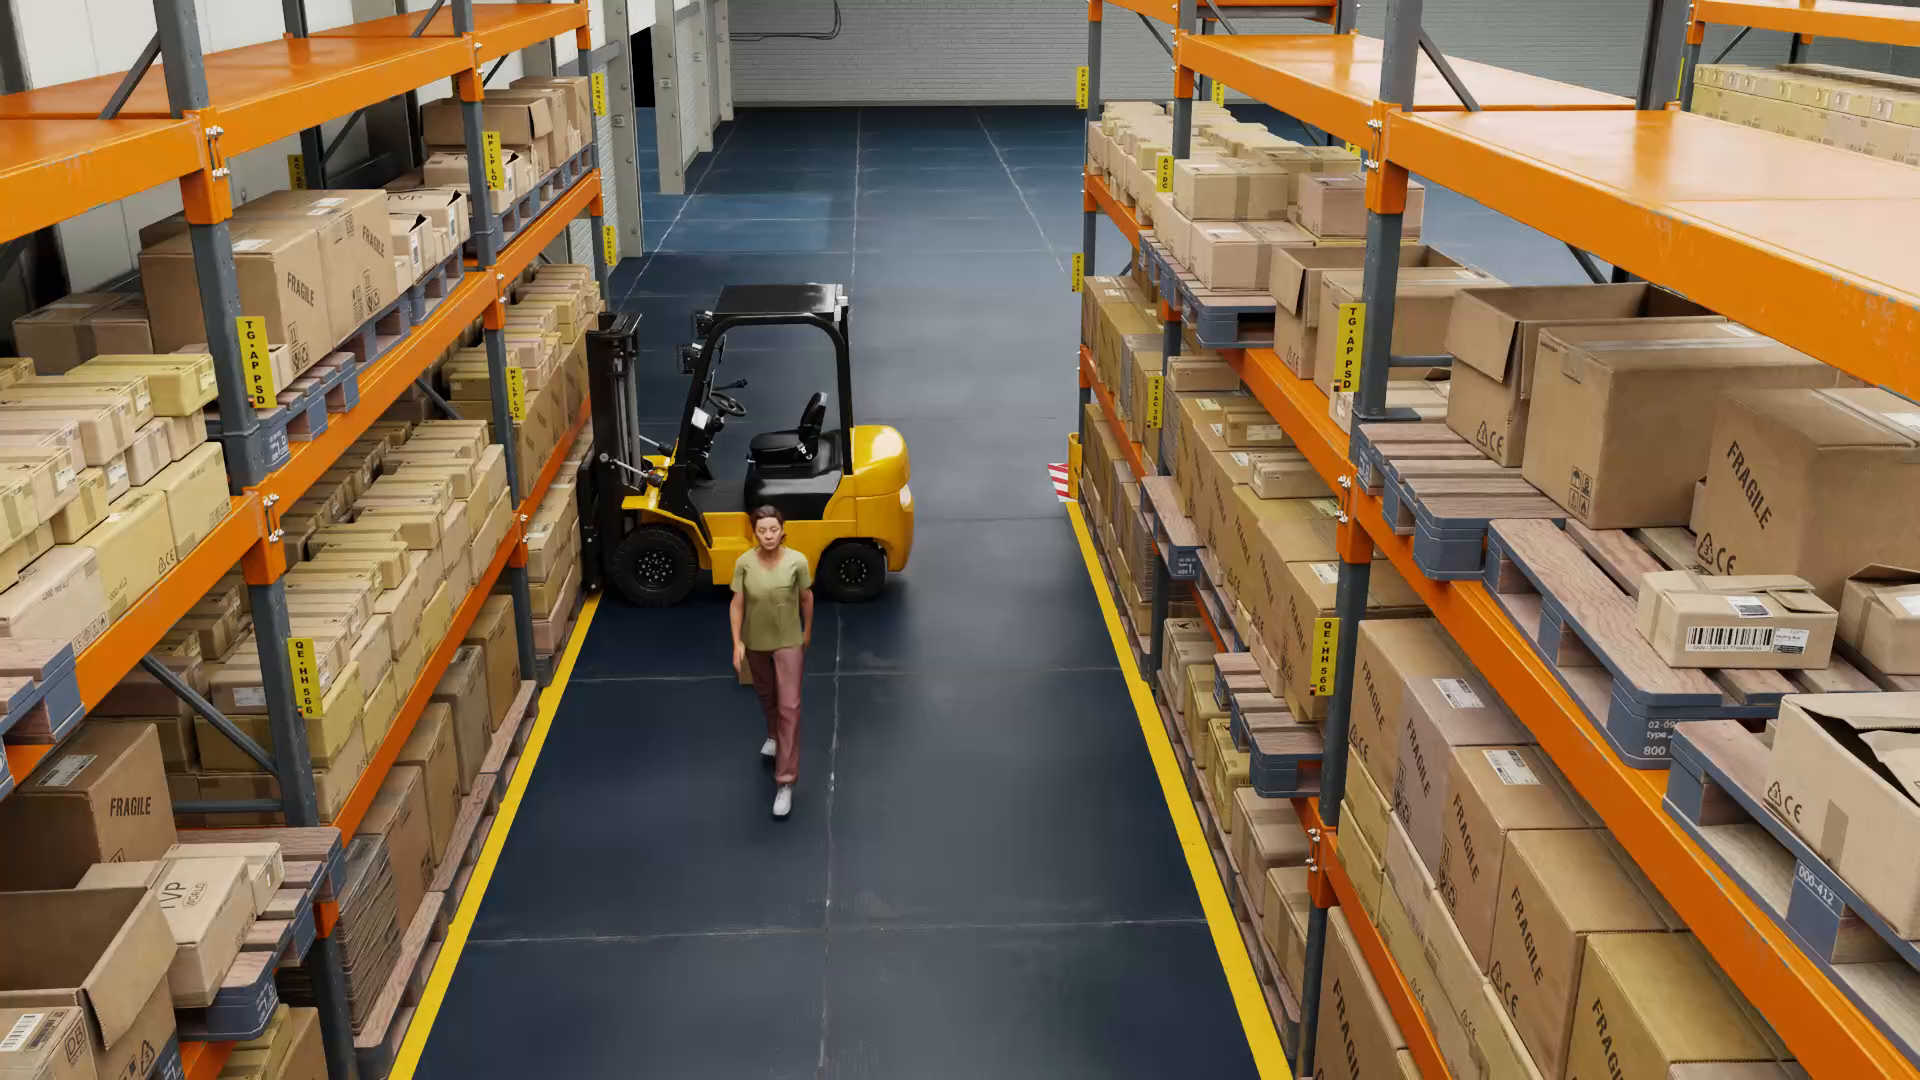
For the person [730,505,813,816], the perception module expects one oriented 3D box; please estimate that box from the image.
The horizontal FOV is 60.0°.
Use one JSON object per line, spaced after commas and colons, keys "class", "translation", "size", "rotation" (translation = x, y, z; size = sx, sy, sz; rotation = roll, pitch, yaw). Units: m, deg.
{"class": "person", "translation": [-1.080, 0.611, 9.409], "size": [0.443, 1.635, 0.943], "rotation": [2, 21, 6]}
